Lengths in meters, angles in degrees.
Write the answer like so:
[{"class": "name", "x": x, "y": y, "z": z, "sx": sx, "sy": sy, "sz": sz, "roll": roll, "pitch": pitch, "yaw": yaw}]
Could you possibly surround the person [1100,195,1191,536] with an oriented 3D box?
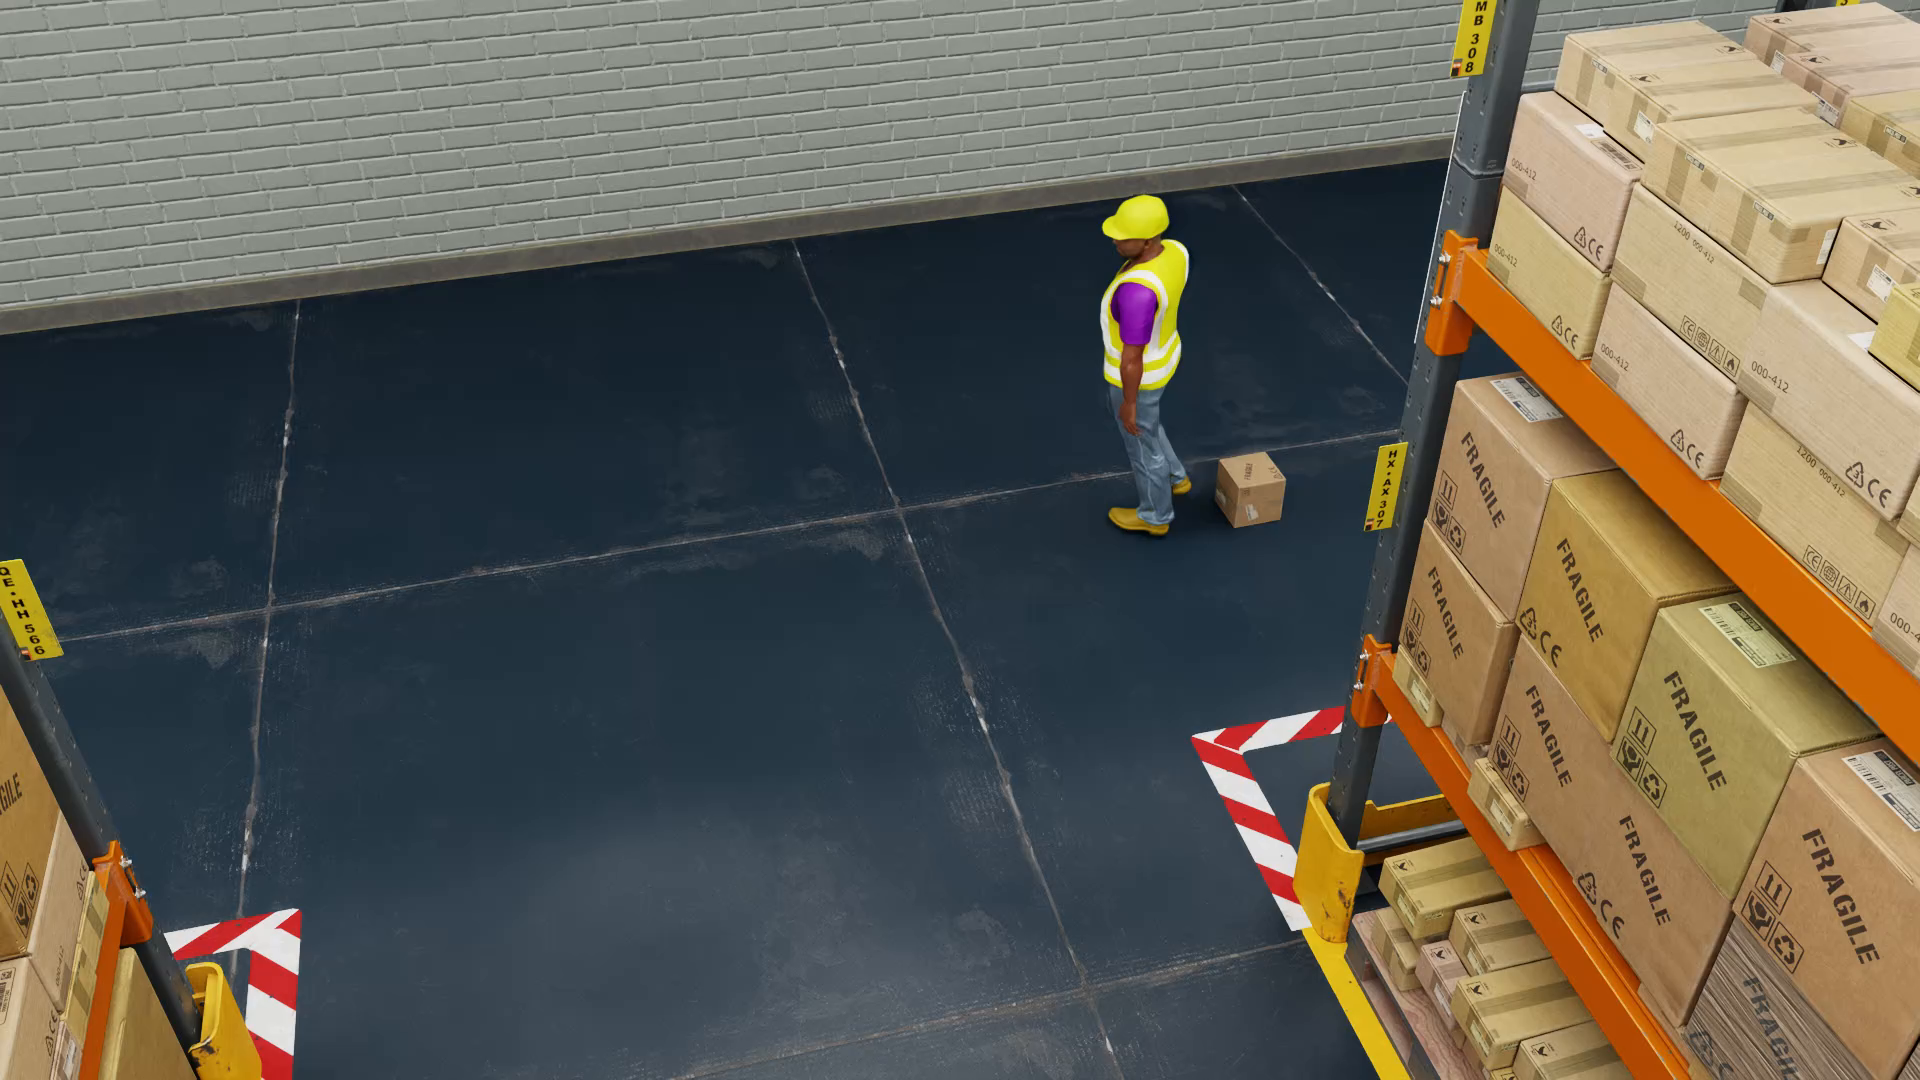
[{"class": "person", "x": 0.873, "y": -0.805, "z": 7.689, "sx": 0.453, "sy": 1.758, "sz": 0.699, "roll": 14, "pitch": 40, "yaw": 18}]
